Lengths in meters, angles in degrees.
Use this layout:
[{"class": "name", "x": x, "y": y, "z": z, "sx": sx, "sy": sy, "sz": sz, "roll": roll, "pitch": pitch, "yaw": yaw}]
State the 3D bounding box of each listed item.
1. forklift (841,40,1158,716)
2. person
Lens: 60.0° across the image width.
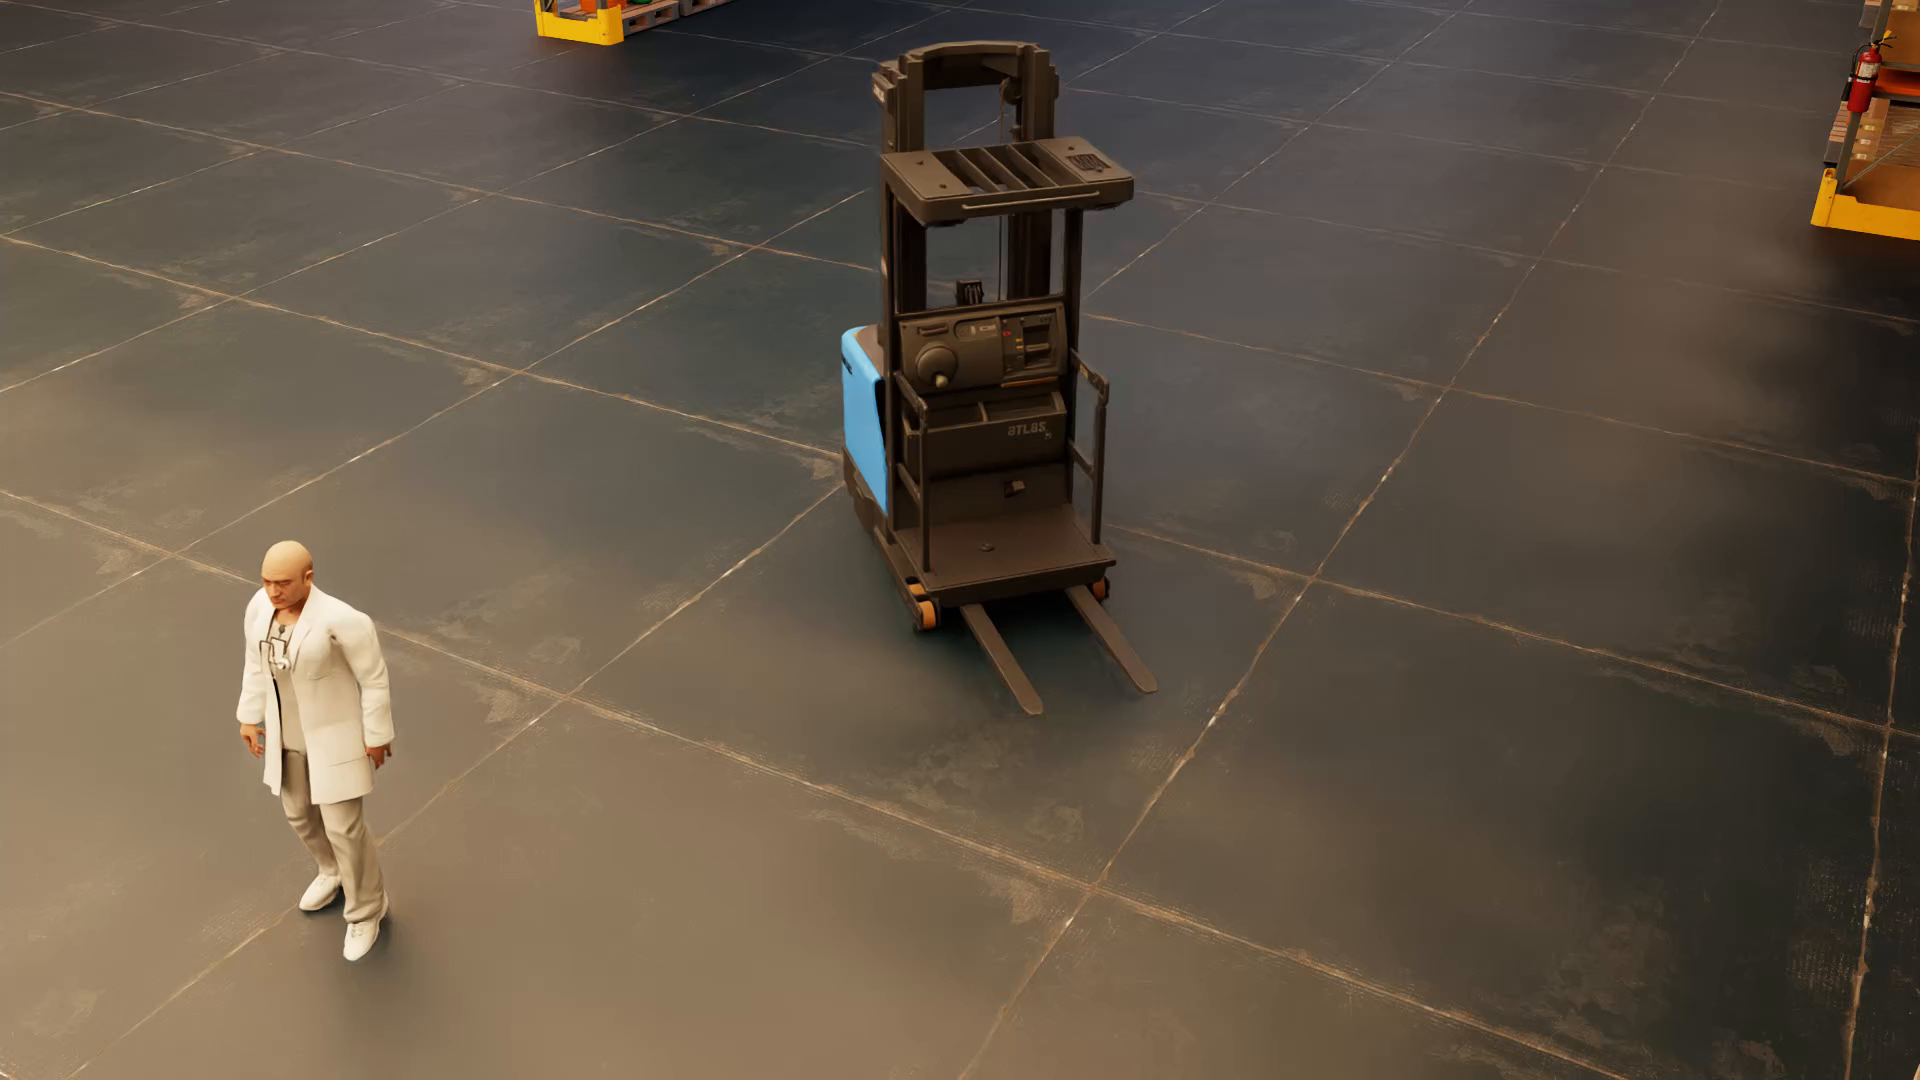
[{"class": "forklift", "x": 0.200, "y": -0.996, "z": 8.796, "sx": 1.130, "sy": 2.935, "sz": 3.031, "roll": -9, "pitch": 31, "yaw": -15}, {"class": "person", "x": -2.678, "y": 0.848, "z": 6.806, "sx": 0.680, "sy": 1.812, "sz": 0.540, "roll": 10, "pitch": 32, "yaw": 17}]
